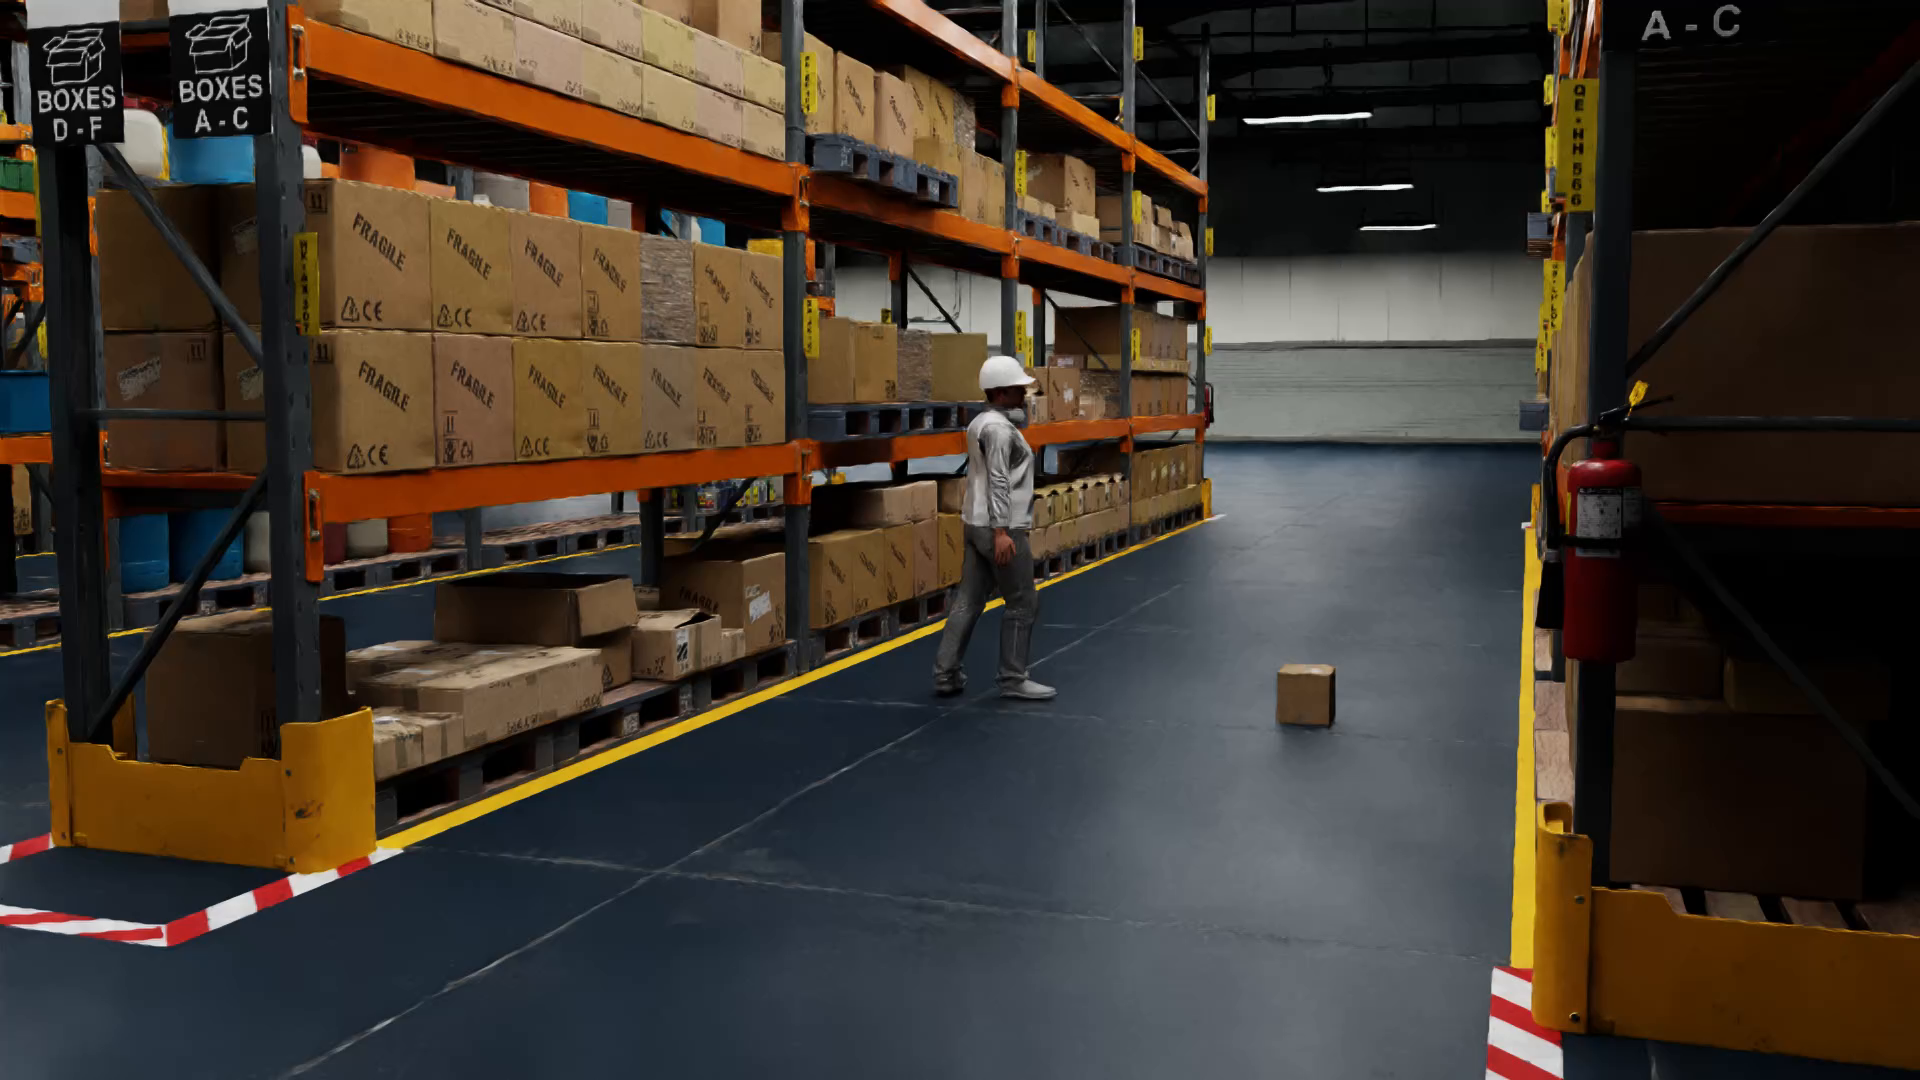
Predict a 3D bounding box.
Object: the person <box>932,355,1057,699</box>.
[{"bbox_3d":[0.173,-0.063,8.566,0.606,1.766,0.629,-1,5,-13],"label":"person"}]
